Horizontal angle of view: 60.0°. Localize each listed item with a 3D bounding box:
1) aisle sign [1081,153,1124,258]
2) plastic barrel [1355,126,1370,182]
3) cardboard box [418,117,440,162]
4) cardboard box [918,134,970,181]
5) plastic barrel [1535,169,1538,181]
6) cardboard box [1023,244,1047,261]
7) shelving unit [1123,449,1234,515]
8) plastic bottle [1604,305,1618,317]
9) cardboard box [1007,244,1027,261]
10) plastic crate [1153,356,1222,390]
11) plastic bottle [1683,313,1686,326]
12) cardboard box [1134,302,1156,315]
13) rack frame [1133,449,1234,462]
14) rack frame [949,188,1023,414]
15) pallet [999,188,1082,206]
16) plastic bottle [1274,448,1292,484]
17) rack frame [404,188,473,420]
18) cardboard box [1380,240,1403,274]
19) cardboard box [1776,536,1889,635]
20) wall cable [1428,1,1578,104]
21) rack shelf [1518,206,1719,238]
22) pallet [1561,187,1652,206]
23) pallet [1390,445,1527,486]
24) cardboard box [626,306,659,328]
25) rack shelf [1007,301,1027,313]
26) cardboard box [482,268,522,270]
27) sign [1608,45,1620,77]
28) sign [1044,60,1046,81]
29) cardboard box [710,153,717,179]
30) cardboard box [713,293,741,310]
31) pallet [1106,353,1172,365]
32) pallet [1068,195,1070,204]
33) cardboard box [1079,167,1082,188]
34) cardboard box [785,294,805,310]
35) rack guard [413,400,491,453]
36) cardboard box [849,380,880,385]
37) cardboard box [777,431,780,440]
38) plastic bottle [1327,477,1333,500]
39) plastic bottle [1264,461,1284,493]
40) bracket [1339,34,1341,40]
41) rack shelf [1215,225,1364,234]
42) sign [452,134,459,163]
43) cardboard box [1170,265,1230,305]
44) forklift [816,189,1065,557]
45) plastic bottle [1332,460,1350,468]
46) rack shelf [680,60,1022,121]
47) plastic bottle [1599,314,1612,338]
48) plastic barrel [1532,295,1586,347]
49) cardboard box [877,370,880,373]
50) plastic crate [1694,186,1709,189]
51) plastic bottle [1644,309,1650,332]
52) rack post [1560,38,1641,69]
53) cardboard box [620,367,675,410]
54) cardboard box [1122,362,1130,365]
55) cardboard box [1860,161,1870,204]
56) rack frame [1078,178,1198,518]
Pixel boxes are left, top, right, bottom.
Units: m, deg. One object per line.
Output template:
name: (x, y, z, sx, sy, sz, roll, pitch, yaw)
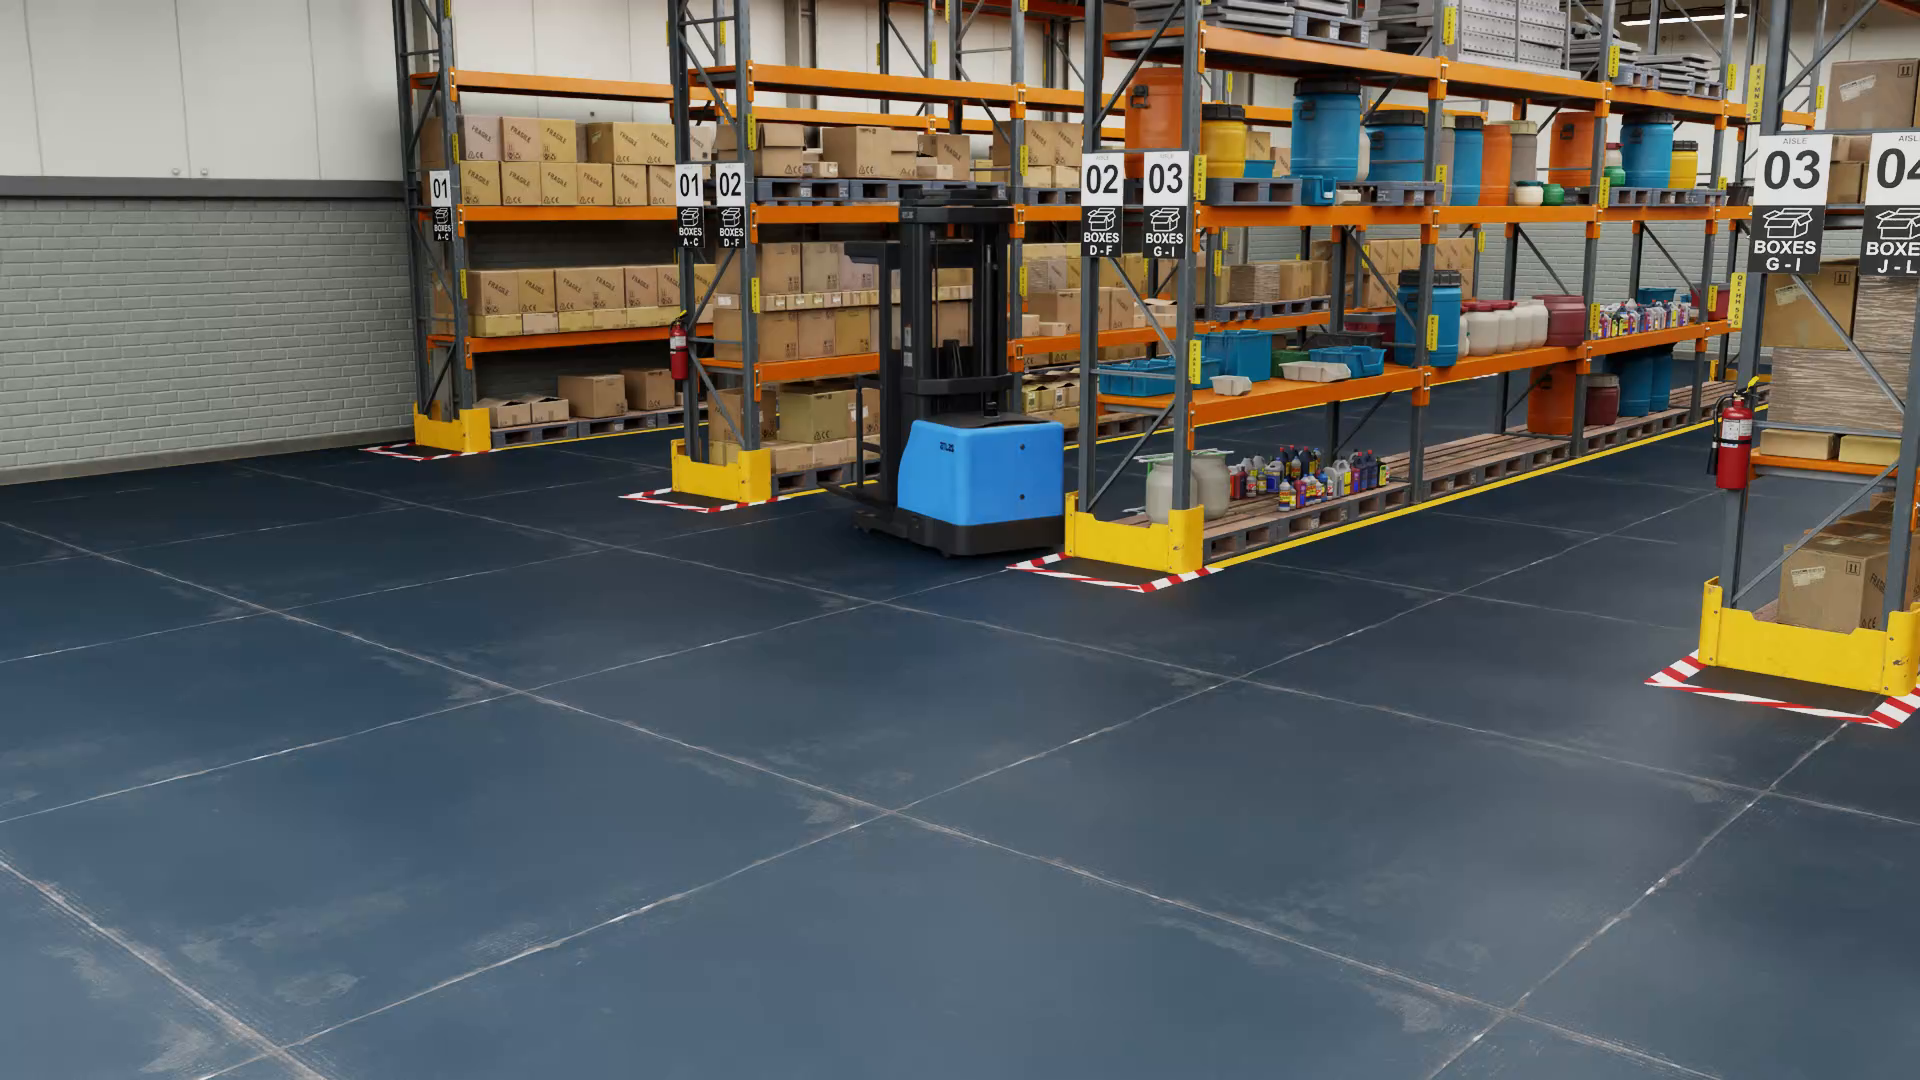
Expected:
aisle sign: (1.099, -2.588, 12.873, 0.394, 0.787, 0.004, 10, 15, 40)
plastic barrel: (3.578, -3.568, 15.399, 0.421, 0.512, 0.421, 0, 11, 0)
cardboard box: (-5.984, -4.684, 19.485, 0.500, 0.500, 0.500, 11, 15, 43)
cardboard box: (-0.239, -4.269, 18.585, 0.500, 0.500, 0.500, -11, 15, -43)
plastic barrel: (6.215, -3.982, 18.546, 0.421, 0.512, 0.421, 0, 11, 0)
cardboard box: (1.051, -4.653, 26.871, 0.500, 0.250, 0.500, 10, 15, 41)
shelving unit: (2.068, -0.556, 15.661, 1.200, 0.503, 0.258, -7, 13, -37)
plastic bottle: (8.202, -2.815, 20.965, 0.152, 0.276, 0.135, 10, 15, 40)
cardboard box: (0.715, -4.578, 26.495, 0.500, 0.250, 0.500, 9, 15, 39)
plastic crate: (1.908, -1.420, 14.040, 0.499, 0.251, 0.408, 10, 15, 40)
plastic bottle: (9.217, -2.833, 21.245, 0.097, 0.201, 0.097, 0, 11, 0)
cardboard box: (2.196, -2.953, 21.566, 0.500, 0.311, 0.500, 10, 15, 40)
rack frame: (2.071, -0.796, 15.616, 1.200, 0.015, 0.240, -7, 13, -37)
rack frame: (0.291, -2.515, 19.144, 1.000, 3.000, 0.127, 10, 15, 40)
pallet: (0.864, -4.024, 19.527, 0.805, 0.209, 1.217, 9, 14, 38)
plastic bottle: (3.041, -0.698, 15.686, 0.144, 0.351, 0.185, 9, 14, 38)
rack frame: (-6.073, -2.566, 19.402, 1.000, 3.000, 0.127, 10, 15, 40)
cardboard box: (6.435, -4.340, 25.475, 0.500, 0.500, 0.500, 9, 15, 39)
cardboard box: (5.515, 0.285, 10.435, 0.500, 0.500, 0.500, -9, 14, -37)
wall cable: (10.523, -9.252, 32.593, 3.097, 2.526, 0.112, 10, 15, 40)
rack shelf: (7.970, -3.875, 20.132, 1.077, 0.370, 4.000, 10, 15, 40)
pallet: (7.229, -3.941, 19.106, 1.003, 0.211, 1.213, 10, 15, 40)
pallet: (5.304, -0.807, 17.715, 1.003, 0.211, 1.213, 10, 15, 40)
cardboard box: (-4.173, -2.834, 21.074, 0.500, 0.250, 0.500, 10, 15, 40)
rack shelf: (0.528, -3.685, 26.838, 1.077, 0.370, 4.000, 10, 15, 40)
cardboard box: (-5.581, -3.040, 20.190, 0.500, 0.500, 0.500, 10, 15, 41)
sign: (7.068, -5.176, 17.975, 0.100, 0.325, 0.005, 10, 15, 40)
sign: (1.448, -7.885, 27.924, 0.100, 0.325, 0.005, 10, 15, 40)
cardboard box: (-3.011, -4.951, 22.354, 0.500, 0.500, 0.500, -9, 15, -39)
cardboard box: (-2.240, -2.374, 16.529, 0.380, 0.149, 0.250, 9, 15, 39)
pallet: (3.215, -3.246, 29.927, 1.003, 0.211, 1.213, 10, 15, 40)
pallet: (1.281, -5.568, 27.259, 0.805, 0.209, 1.217, 9, 14, 38)
cardboard box: (1.599, -4.392, 20.193, 0.500, 0.250, 0.500, 8, 14, 36)
cardboard box: (-1.756, -2.363, 16.470, 0.380, 0.149, 0.250, 9, 15, 39)
rack guard: (-6.022, -1.352, 19.703, 1.175, 0.500, 0.348, 10, 15, 40)
cardboard box: (-0.836, -1.422, 17.707, 0.500, 0.500, 0.500, 10, 15, 40)
cardboard box: (-1.896, -0.976, 17.388, 0.500, 0.250, 0.500, 10, 15, 40)
plastic bottle: (3.294, -0.465, 14.904, 0.097, 0.201, 0.097, 0, 11, 0)
plastic bottle: (2.888, -0.583, 15.303, 0.152, 0.276, 0.135, 10, 15, 40)
bracket: (7.727, -10.500, 34.618, 0.235, 0.232, 0.430, 10, 15, 40)
rack shelf: (4.252, -4.516, 23.341, 1.077, 0.370, 4.000, 10, 15, 40)
sign: (-5.665, -4.396, 18.671, 0.100, 0.325, 0.005, 10, 15, 40)
cardboard box: (3.263, -3.466, 22.577, 0.700, 0.500, 0.500, 4, 12, 21)
forklift: (-0.317, -1.542, 14.450, 1.130, 2.935, 3.031, -7, 13, -30)
plastic bottle: (3.547, -0.609, 15.434, 0.152, 0.276, 0.135, 10, 15, 40)
rack shelf: (-1.029, -4.614, 17.193, 1.077, 0.370, 4.000, 10, 15, 40)
plastic bottle: (7.484, -2.492, 19.344, 0.152, 0.276, 0.135, 10, 15, 40)
plastic barrel: (6.571, -2.422, 18.330, 0.600, 0.536, 0.708, 10, 15, 40)
cardboard box: (-1.228, -2.621, 24.932, 0.700, 0.500, 0.500, 10, 15, 41)
plastic crate: (10.236, -4.766, 23.060, 0.437, 0.282, 0.530, 10, 15, 40)
plastic bottle: (8.339, -2.672, 20.229, 0.061, 0.283, 0.133, 10, 15, 40)
rack post: (7.098, -5.479, 18.862, 0.954, 0.300, 0.937, 10, 15, 40)
cardboard box: (-4.087, -1.987, 21.760, 0.500, 0.500, 0.500, 8, 14, 36)
cardboard box: (2.365, -2.197, 22.068, 0.500, 0.311, 0.500, 10, 15, 42)
cardboard box: (5.602, -2.080, 9.691, 0.500, 0.250, 0.500, 10, 15, 42)
rack frame: (1.369, -1.285, 12.989, 1.000, 3.000, 0.127, 10, 15, 40)
